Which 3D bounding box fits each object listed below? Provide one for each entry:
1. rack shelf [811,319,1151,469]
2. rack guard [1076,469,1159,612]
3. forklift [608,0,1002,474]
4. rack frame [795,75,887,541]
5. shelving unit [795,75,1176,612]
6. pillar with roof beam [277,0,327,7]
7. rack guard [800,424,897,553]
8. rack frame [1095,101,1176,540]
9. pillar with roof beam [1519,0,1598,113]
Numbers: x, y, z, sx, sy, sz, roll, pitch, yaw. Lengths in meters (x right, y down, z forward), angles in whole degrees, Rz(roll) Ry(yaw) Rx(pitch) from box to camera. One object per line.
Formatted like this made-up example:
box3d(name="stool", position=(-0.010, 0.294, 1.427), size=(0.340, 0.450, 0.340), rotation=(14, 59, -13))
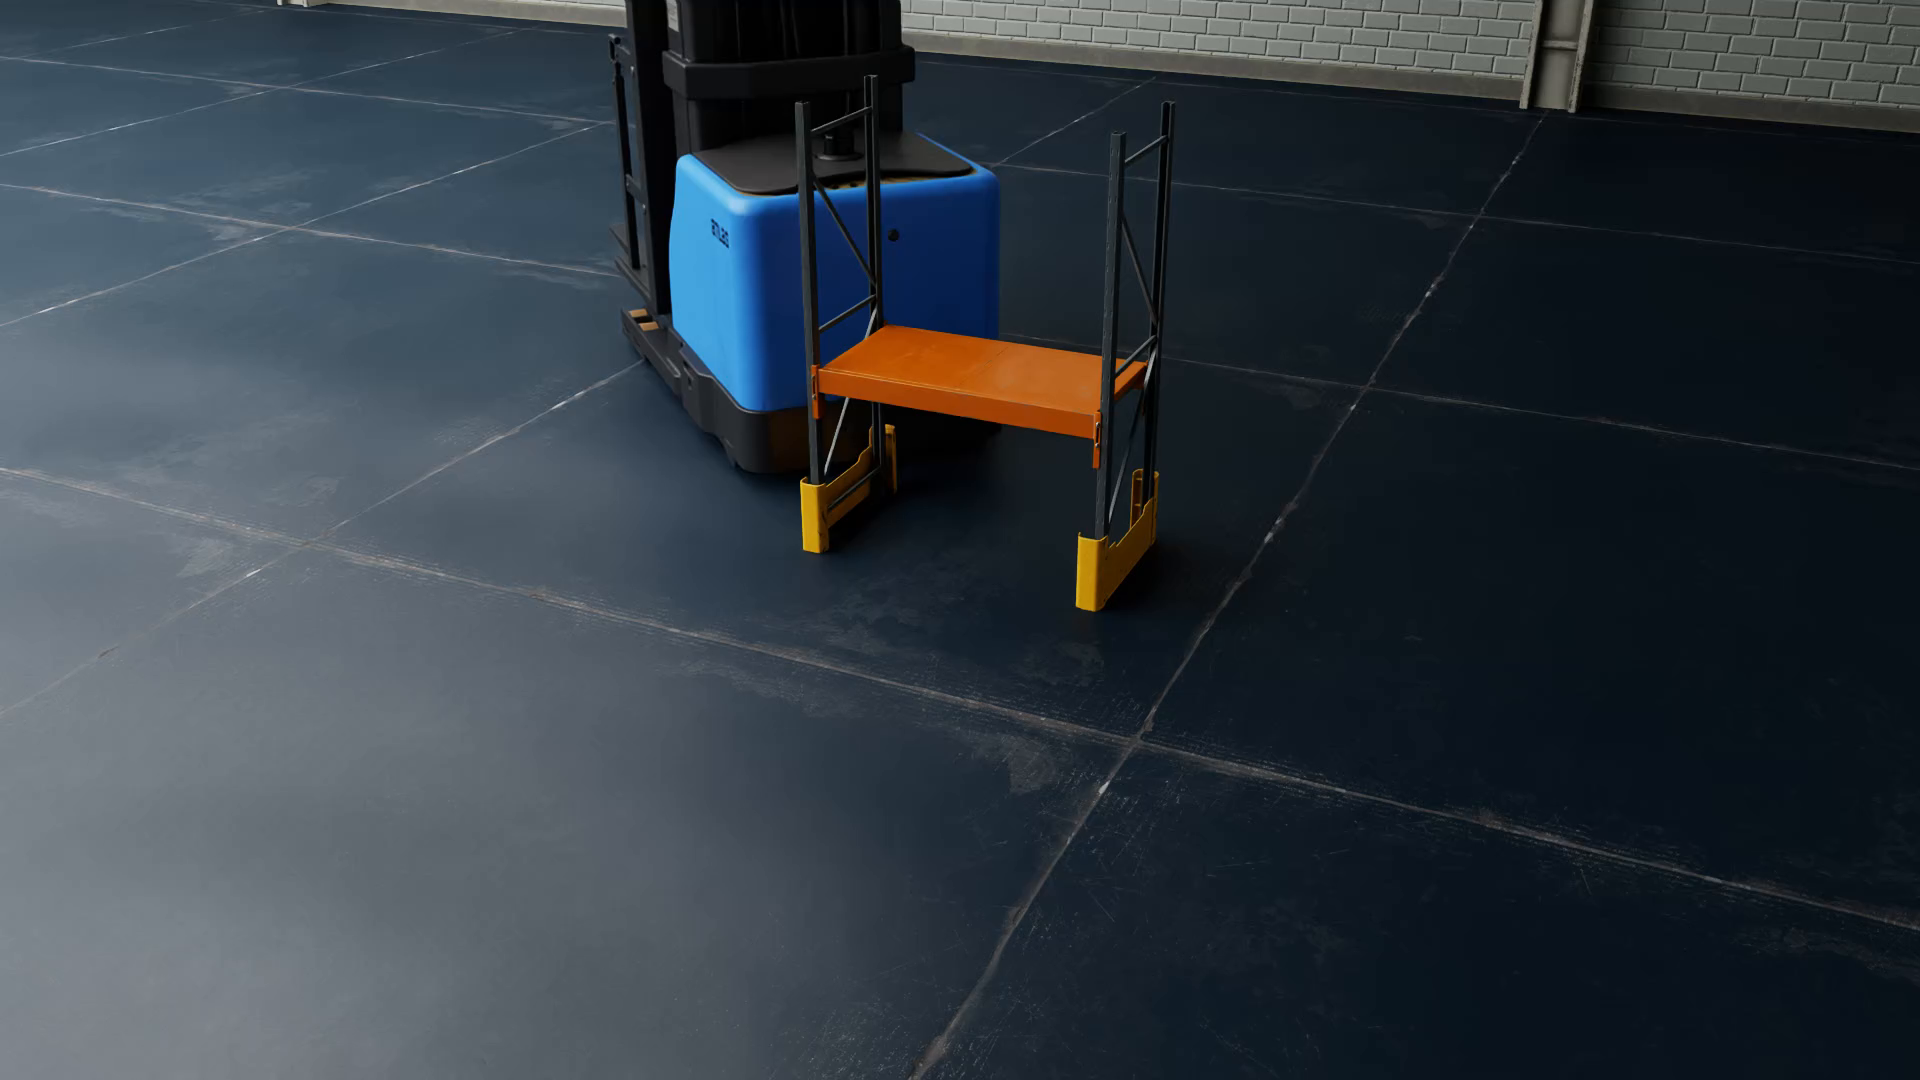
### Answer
box3d(name="rack shelf", position=(0.078, -0.496, 5.466), size=(1.000, 0.185, 0.538), rotation=(11, 28, 22))
box3d(name="rack guard", position=(0.523, -0.007, 5.482), size=(0.087, 0.250, 0.587), rotation=(11, 28, 22))
box3d(name="forklift", position=(-0.886, -2.183, 6.865), size=(1.130, 2.935, 3.031), rotation=(-11, 28, -21))
box3d(name="rack frame", position=(-0.385, -0.750, 5.576), size=(0.032, 1.500, 0.500), rotation=(11, 28, 22))
box3d(name="shelving unit", position=(0.069, -0.659, 5.390), size=(1.083, 1.500, 0.587), rotation=(11, 28, 22))
box3d(name="pillar with roof beam", position=(-8.366, -7.689, 11.179), size=(0.400, 9.000, 9.100), rotation=(11, 28, 22))
box3d(name="rack guard", position=(-0.384, -0.189, 5.851), size=(0.087, 0.250, 0.587), rotation=(11, 28, 22))
box3d(name="rack frame", position=(0.540, -0.564, 5.198), size=(0.032, 1.500, 0.500), rotation=(11, 28, 22))
box3d(name="pillar with roof beam", position=(2.557, -5.495, 6.722), size=(0.400, 9.000, 9.100), rotation=(11, 28, 22))
